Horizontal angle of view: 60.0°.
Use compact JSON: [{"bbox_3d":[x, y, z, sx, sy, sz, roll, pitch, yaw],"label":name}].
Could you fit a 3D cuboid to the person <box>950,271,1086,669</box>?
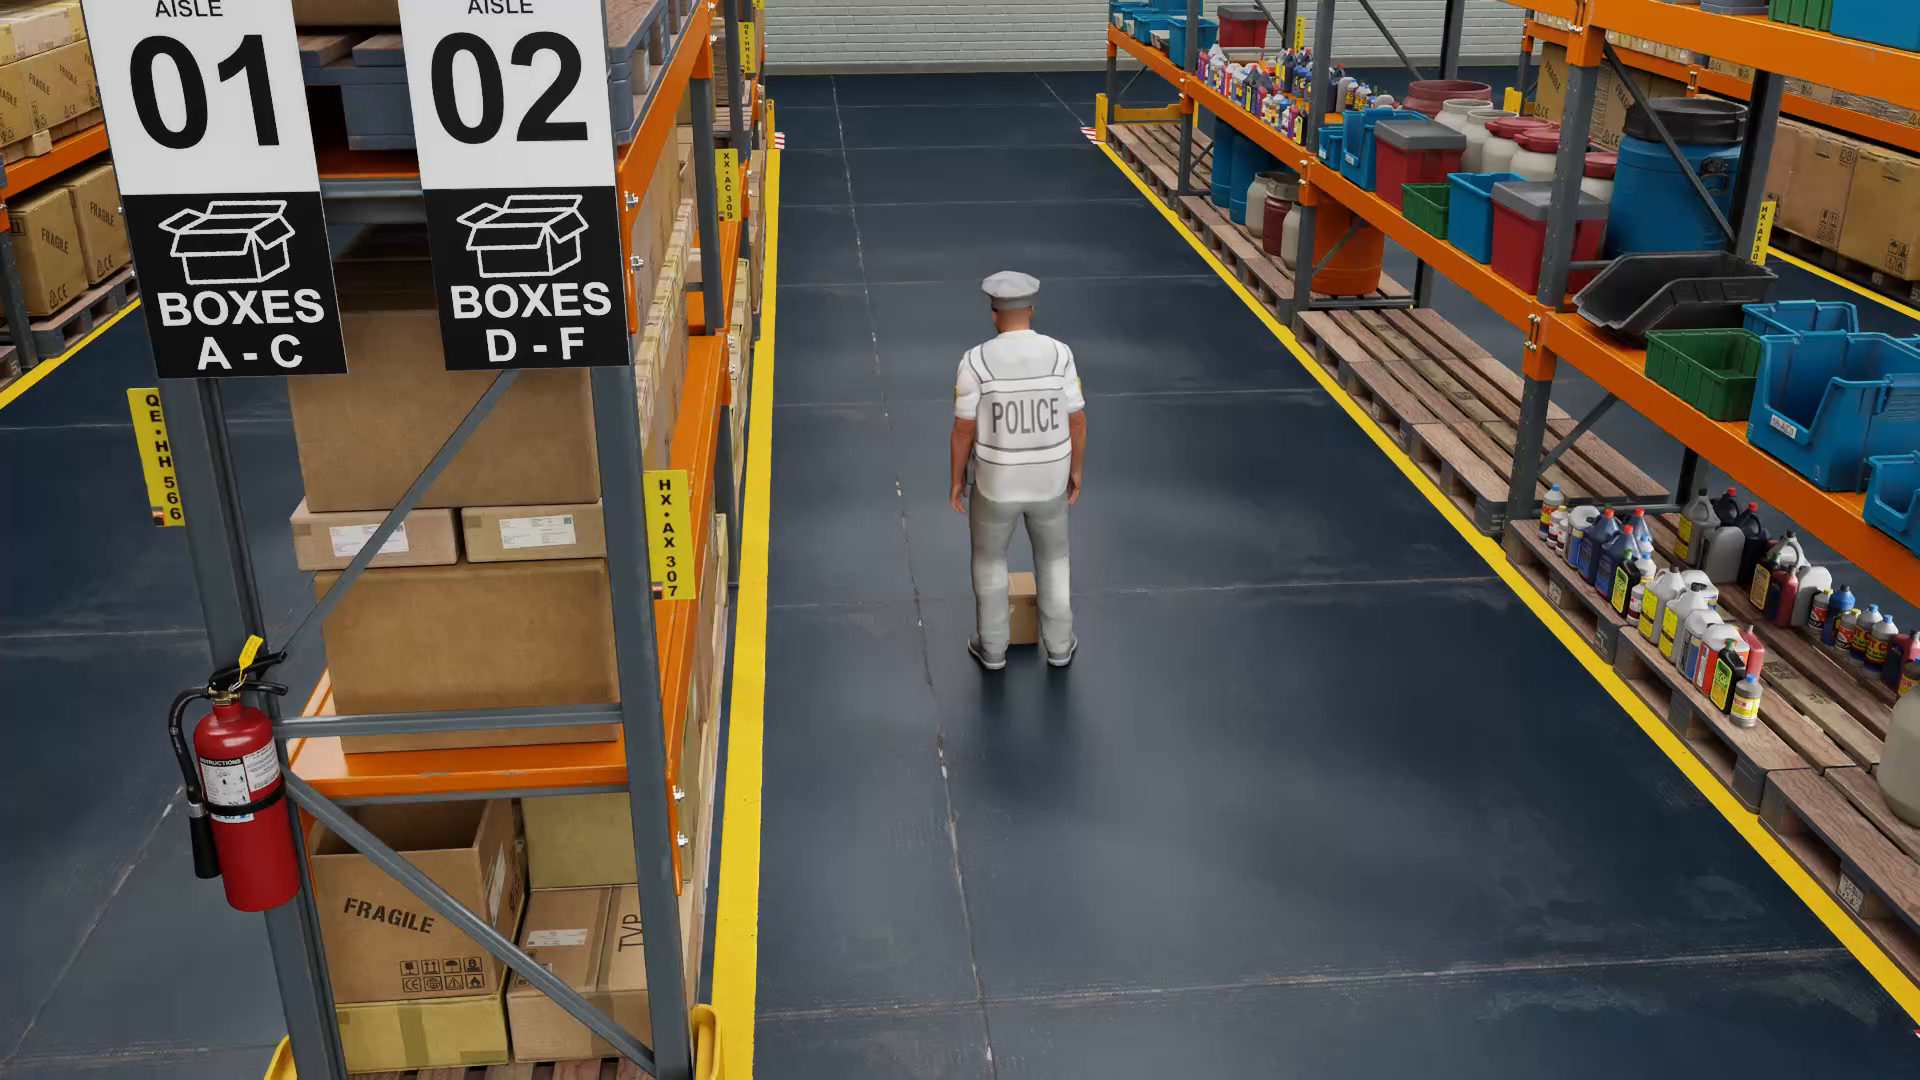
[{"bbox_3d":[0.255,-0.263,7.189,0.606,1.750,0.443,-4,24,-8],"label":"person"}]
